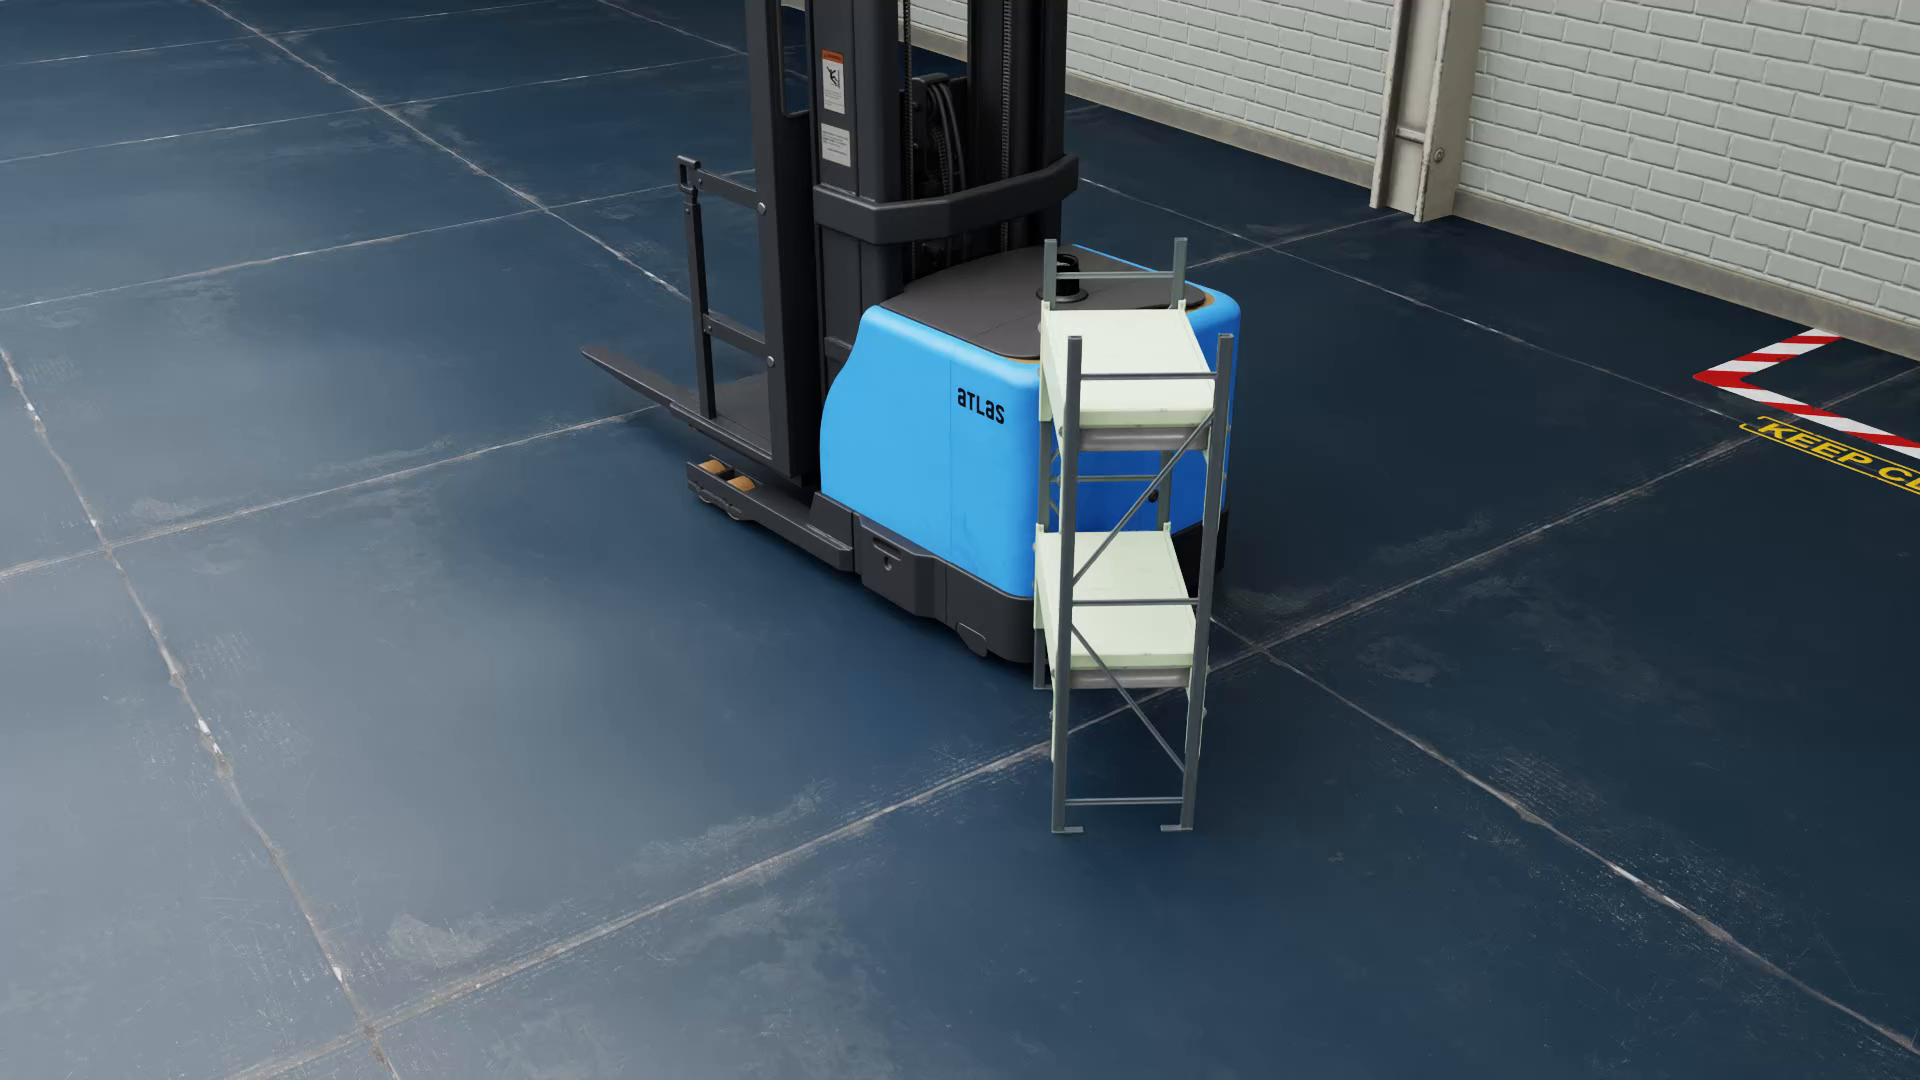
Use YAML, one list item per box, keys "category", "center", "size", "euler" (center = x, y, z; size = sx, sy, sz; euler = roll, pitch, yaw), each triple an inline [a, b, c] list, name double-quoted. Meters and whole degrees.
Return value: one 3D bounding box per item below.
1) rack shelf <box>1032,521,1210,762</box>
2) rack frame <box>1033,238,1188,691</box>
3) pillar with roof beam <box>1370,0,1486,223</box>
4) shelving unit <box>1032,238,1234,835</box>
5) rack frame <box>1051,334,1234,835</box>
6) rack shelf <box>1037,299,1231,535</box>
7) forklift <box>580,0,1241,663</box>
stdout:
- category: "rack shelf"
  center: [0.449, 0.279, 4.847]
  size: [0.431, 0.370, 0.720]
  euler: [-1, 29, -2]
- category: "rack frame"
  center: [0.437, -0.182, 5.013]
  size: [0.400, 1.500, 0.023]
  euler: [-1, 29, -2]
- category: "pillar with roof beam"
  center: [-0.828, -4.720, 5.513]
  size: [9.100, 9.000, 0.400]
  euler: [-19, 34, -31]
- category: "shelving unit"
  center: [0.449, -0.007, 4.692]
  size: [0.431, 1.500, 0.755]
  euler: [-1, 29, -2]
- category: "rack frame"
  center: [0.460, 0.167, 4.370]
  size: [0.400, 1.500, 0.023]
  euler: [-1, 29, -2]
- category: "rack shelf"
  center: [0.449, -0.350, 4.506]
  size: [0.431, 0.370, 0.720]
  euler: [-1, 29, -2]
- category: "forklift"
  center: [-0.417, -1.508, 5.956]
  size: [1.130, 2.935, 3.031]
  euler: [-23, 36, -36]
